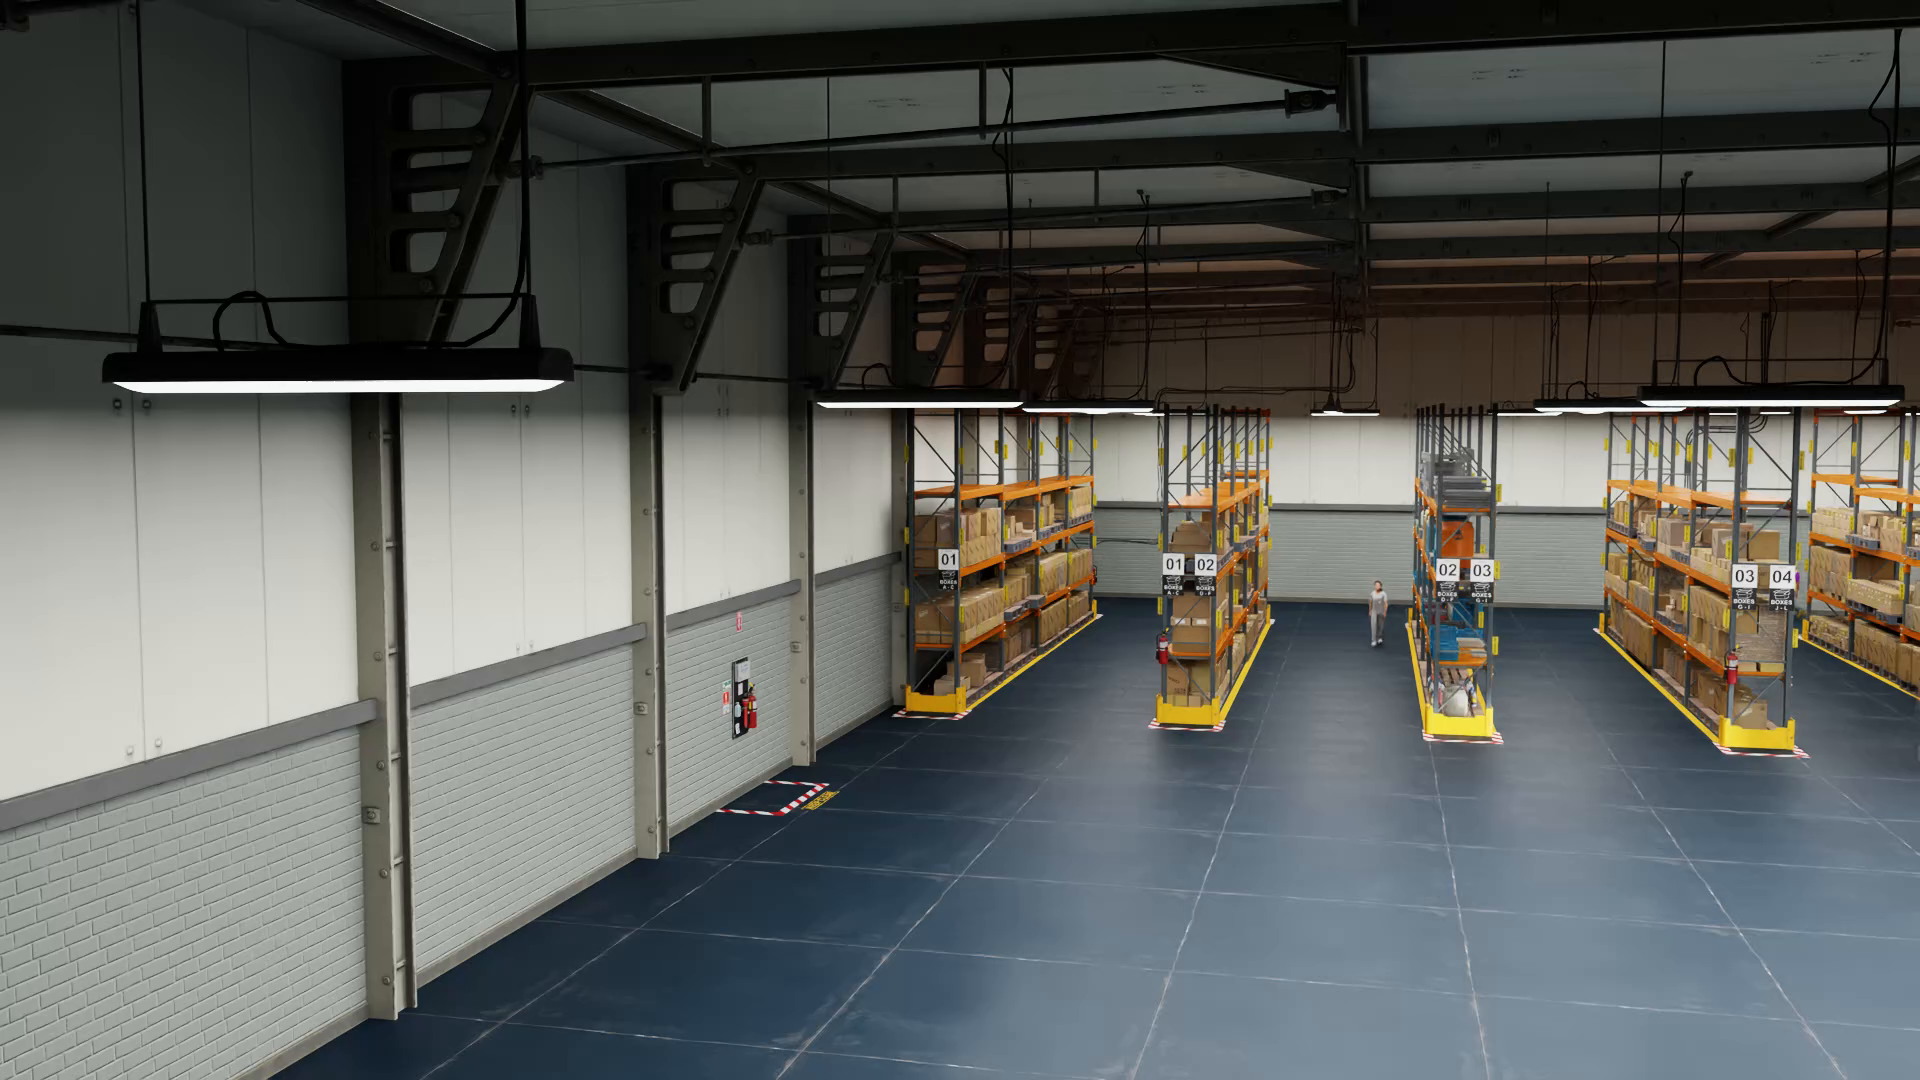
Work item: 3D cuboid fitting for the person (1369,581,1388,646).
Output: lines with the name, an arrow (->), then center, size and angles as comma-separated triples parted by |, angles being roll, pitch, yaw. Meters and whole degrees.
person -> 10.574, 1.841, 42.037 | 0.467, 1.604, 1.064 | 1, 4, 16

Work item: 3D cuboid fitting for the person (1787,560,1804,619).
person -> 23.508, 1.430, 46.961 | 0.831, 1.743, 0.571 | 0, 4, -7
